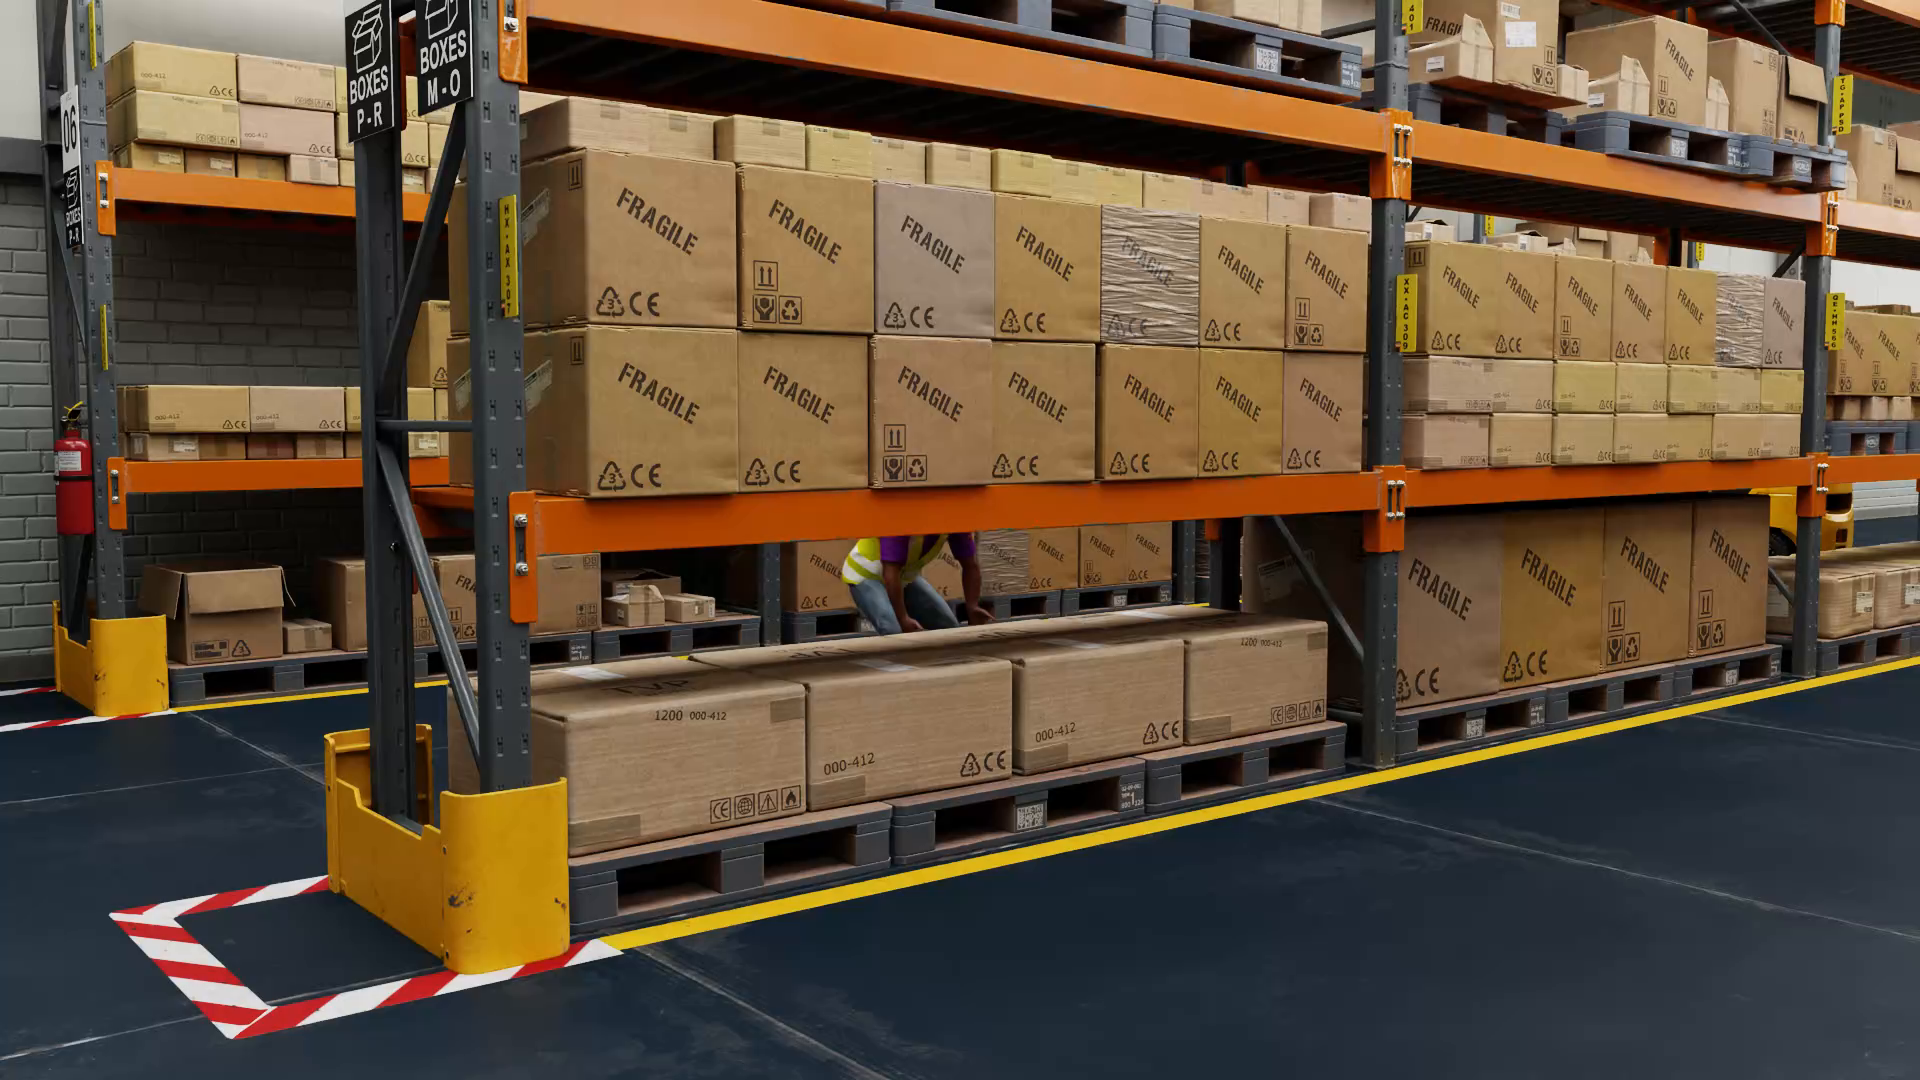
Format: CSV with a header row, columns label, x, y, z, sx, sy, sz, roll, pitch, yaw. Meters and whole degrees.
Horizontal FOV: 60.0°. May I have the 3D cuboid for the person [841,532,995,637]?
label,x,y,z,sx,sy,sz,roll,pitch,yaw
person,-0.227,0.255,8.676,0.627,1.283,0.817,-3,5,-39
